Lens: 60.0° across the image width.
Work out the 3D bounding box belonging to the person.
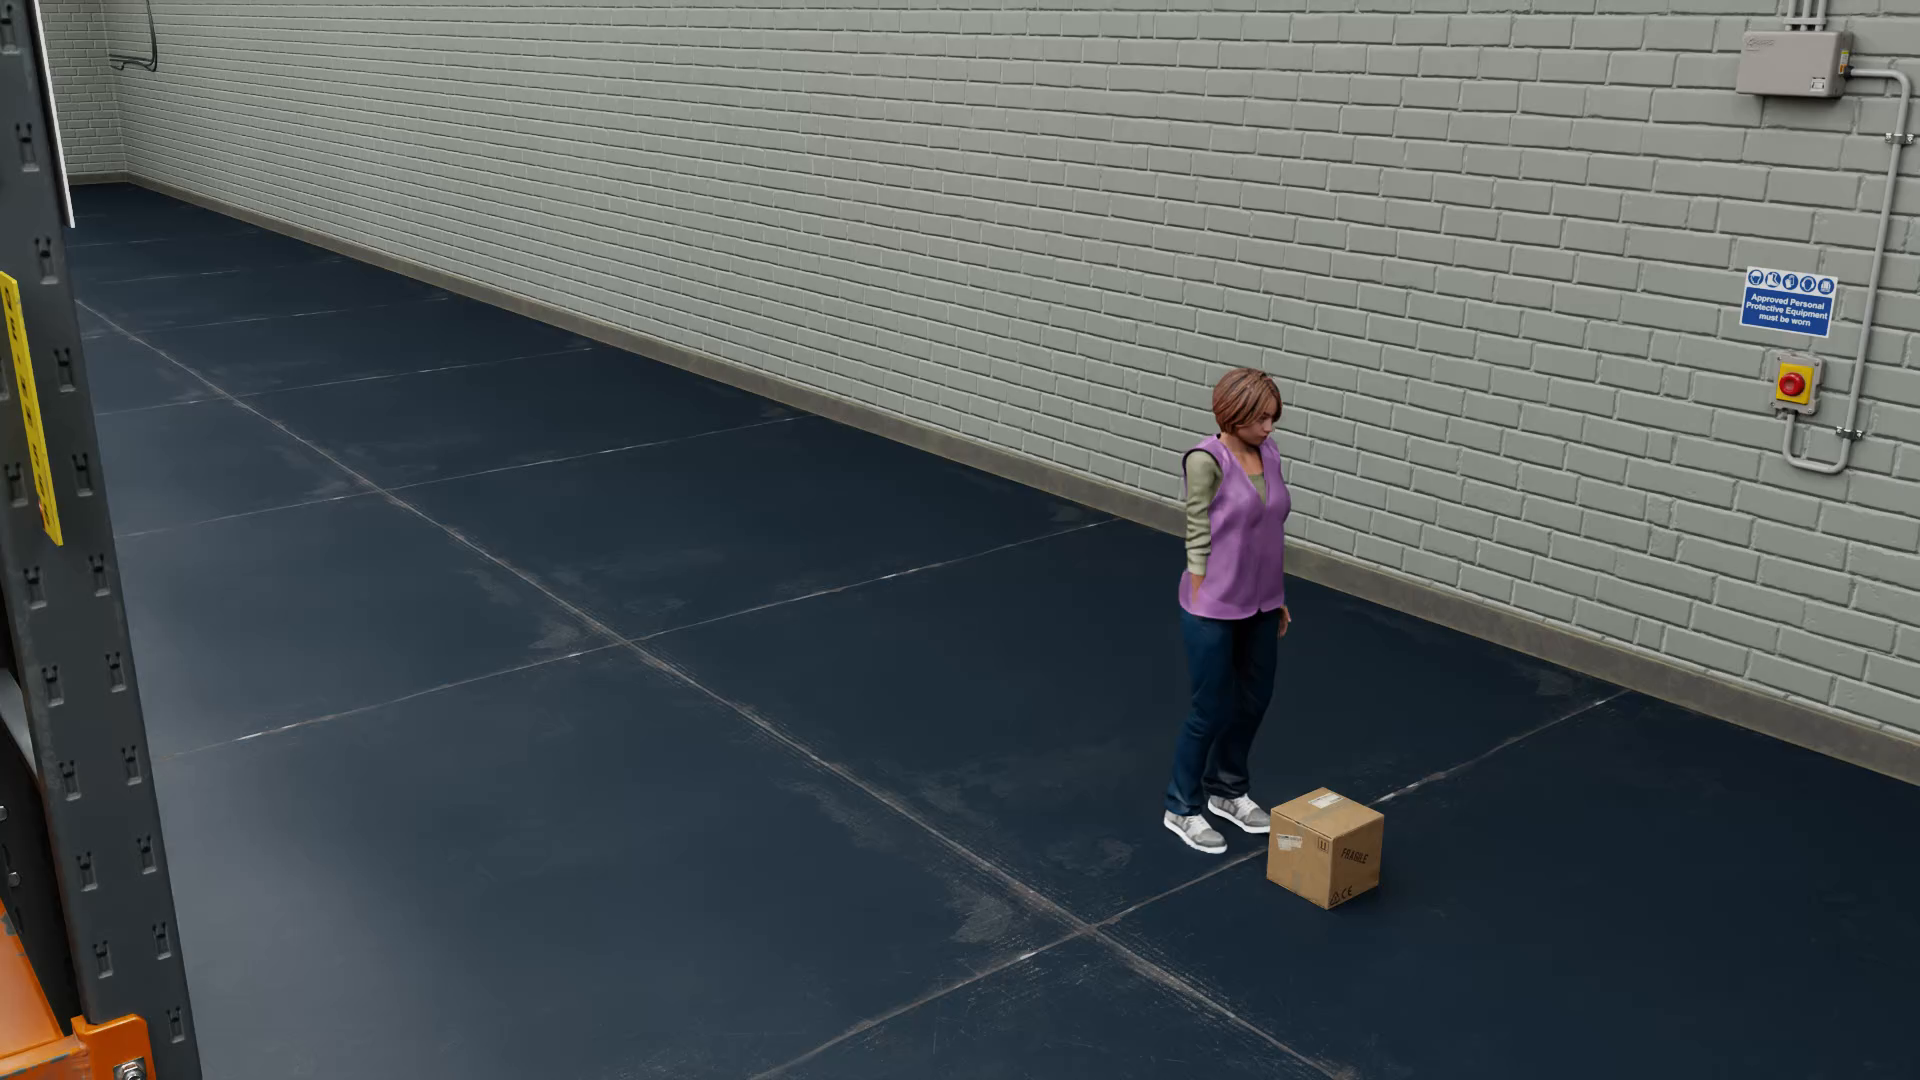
[{"bbox_3d":[0.891,0.223,5.408,0.407,1.601,0.299,-13,22,-35],"label":"person"}]
